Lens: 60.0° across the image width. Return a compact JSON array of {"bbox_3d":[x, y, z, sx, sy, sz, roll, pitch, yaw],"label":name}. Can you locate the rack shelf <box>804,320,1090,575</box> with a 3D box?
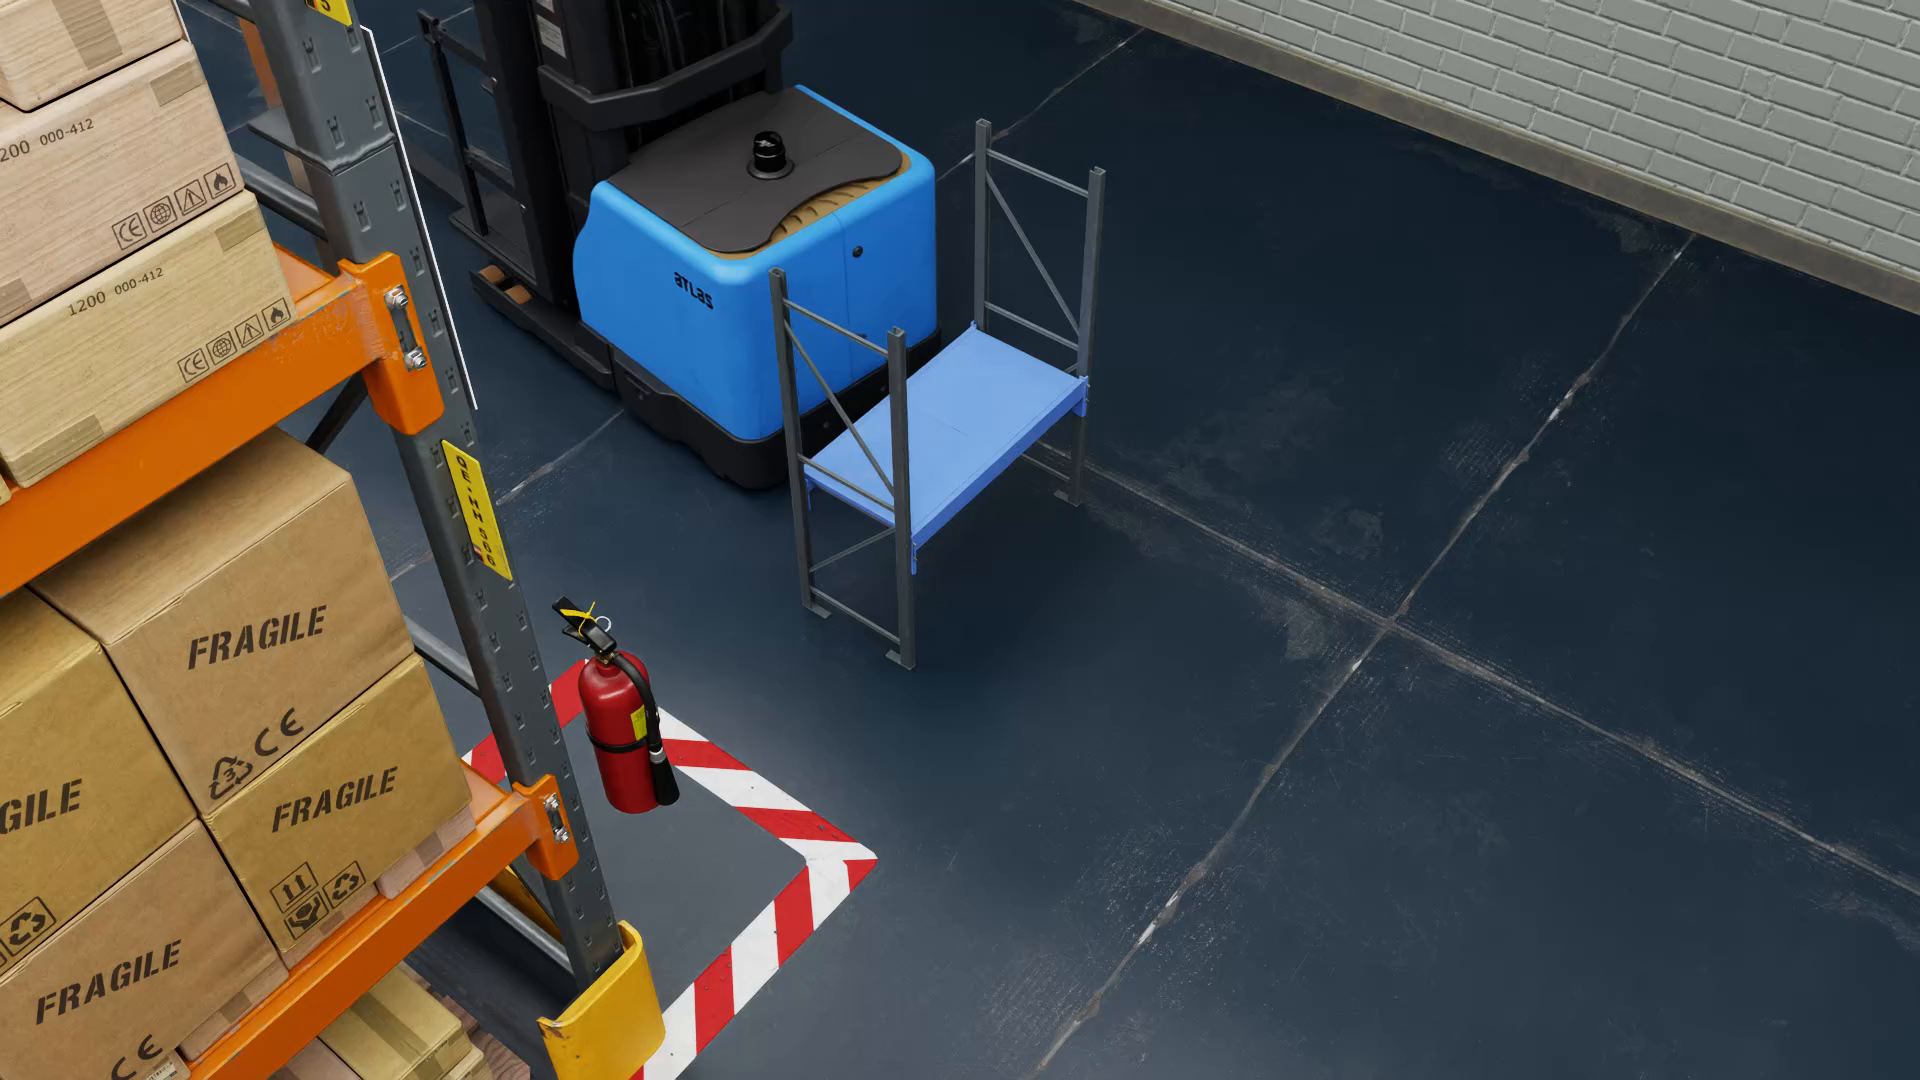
[{"bbox_3d":[-0.052,-0.345,5.791,0.538,0.185,1.000,29,53,25],"label":"rack shelf"}]

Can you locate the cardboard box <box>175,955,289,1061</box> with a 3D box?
[{"bbox_3d":[-1.655,0.873,3.515,0.380,0.149,0.250,29,53,25],"label":"cardboard box"}]

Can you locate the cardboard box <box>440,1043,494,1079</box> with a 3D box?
[{"bbox_3d":[-1.453,1.364,4.348,0.380,0.149,0.250,28,52,24],"label":"cardboard box"}]

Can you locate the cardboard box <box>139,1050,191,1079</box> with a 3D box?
[{"bbox_3d":[-1.793,1.030,3.366,0.380,0.149,0.250,31,54,26],"label":"cardboard box"}]

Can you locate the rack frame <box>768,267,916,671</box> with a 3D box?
[{"bbox_3d":[-0.363,-0.178,5.383,0.500,1.500,0.032,29,53,25],"label":"rack frame"}]

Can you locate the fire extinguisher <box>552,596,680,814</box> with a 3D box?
[{"bbox_3d":[-0.837,0.415,4.091,0.296,0.674,0.183,29,53,25],"label":"fire extinguisher"}]

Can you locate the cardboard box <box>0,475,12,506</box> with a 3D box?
[{"bbox_3d":[-1.732,-0.113,2.313,0.500,0.250,0.500,29,53,25],"label":"cardboard box"}]

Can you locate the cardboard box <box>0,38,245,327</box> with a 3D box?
[{"bbox_3d":[-1.437,-0.582,2.415,0.500,0.250,0.500,28,52,24],"label":"cardboard box"}]

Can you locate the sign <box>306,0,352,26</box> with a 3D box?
[{"bbox_3d":[-0.930,-0.886,2.335,0.100,0.325,0.005,29,53,25],"label":"sign"}]

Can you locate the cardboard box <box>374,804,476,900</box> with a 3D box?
[{"bbox_3d":[-1.332,0.597,3.779,0.380,0.149,0.250,29,53,25],"label":"cardboard box"}]

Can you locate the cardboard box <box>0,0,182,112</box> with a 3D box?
[{"bbox_3d":[-1.327,-0.775,2.324,0.380,0.149,0.250,29,53,25],"label":"cardboard box"}]

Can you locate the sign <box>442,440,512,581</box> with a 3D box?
[{"bbox_3d":[-0.930,-0.053,3.207,0.100,0.325,0.005,29,53,25],"label":"sign"}]

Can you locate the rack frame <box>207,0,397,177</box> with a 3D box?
[{"bbox_3d":[-1.357,-1.873,1.816,1.000,3.000,0.127,29,53,25],"label":"rack frame"}]

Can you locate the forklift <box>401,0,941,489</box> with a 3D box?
[{"bbox_3d":[-1.468,-2.170,6.296,1.130,2.935,3.031,-36,56,-29],"label":"forklift"}]

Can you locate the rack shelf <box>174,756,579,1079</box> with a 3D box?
[{"bbox_3d":[-2.579,1.592,3.152,1.077,0.370,4.000,29,53,25],"label":"rack shelf"}]

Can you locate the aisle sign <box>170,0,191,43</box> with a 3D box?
[{"bbox_3d":[-1.549,-0.873,3.212,0.394,0.787,0.004,29,53,25],"label":"aisle sign"}]

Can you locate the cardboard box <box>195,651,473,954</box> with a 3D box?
[{"bbox_3d":[-1.428,0.433,3.487,0.500,0.500,0.500,30,53,26],"label":"cardboard box"}]

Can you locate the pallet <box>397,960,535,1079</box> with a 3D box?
[{"bbox_3d":[-1.928,1.655,4.523,1.003,0.211,1.213,29,53,25],"label":"pallet"}]

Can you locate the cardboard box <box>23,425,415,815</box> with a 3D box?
[{"bbox_3d":[-1.440,0.088,3.125,0.500,0.500,0.500,28,52,24],"label":"cardboard box"}]

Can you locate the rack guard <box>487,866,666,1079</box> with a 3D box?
[{"bbox_3d":[-1.403,1.106,4.848,1.175,0.500,0.348,29,53,25],"label":"rack guard"}]

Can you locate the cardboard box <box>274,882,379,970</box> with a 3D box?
[{"bbox_3d":[-1.514,0.723,3.658,0.380,0.149,0.250,29,53,25],"label":"cardboard box"}]

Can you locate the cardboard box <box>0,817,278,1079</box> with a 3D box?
[{"bbox_3d":[-1.747,0.725,3.208,0.500,0.500,0.500,28,53,24],"label":"cardboard box"}]

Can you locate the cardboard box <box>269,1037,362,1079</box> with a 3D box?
[{"bbox_3d":[-1.679,1.367,4.140,0.380,0.149,0.250,30,53,26],"label":"cardboard box"}]

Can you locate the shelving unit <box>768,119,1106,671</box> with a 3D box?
[{"bbox_3d":[-0.052,-0.469,5.661,0.538,1.500,1.048,29,53,25],"label":"shelving unit"}]

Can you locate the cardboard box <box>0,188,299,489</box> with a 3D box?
[{"bbox_3d":[-1.425,-0.408,2.595,0.500,0.250,0.500,28,52,24],"label":"cardboard box"}]

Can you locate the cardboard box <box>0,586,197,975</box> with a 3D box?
[{"bbox_3d":[-1.749,0.378,2.848,0.500,0.500,0.500,27,52,24],"label":"cardboard box"}]

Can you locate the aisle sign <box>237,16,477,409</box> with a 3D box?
[{"bbox_3d":[-1.074,-0.608,2.958,0.394,0.787,0.004,29,53,25],"label":"aisle sign"}]

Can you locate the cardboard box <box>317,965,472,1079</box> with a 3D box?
[{"bbox_3d":[-1.480,1.248,4.253,0.380,0.149,0.250,30,53,25],"label":"cardboard box"}]

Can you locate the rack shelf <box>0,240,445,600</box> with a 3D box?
[{"bbox_3d":[-2.579,0.556,2.068,1.077,0.370,4.000,29,53,25],"label":"rack shelf"}]

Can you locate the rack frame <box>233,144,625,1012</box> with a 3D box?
[{"bbox_3d":[-1.357,0.199,3.985,1.000,3.000,0.127,29,53,25],"label":"rack frame"}]

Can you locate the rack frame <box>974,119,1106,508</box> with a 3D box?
[{"bbox_3d":[0.259,-0.760,5.939,0.500,1.500,0.032,29,53,25],"label":"rack frame"}]
